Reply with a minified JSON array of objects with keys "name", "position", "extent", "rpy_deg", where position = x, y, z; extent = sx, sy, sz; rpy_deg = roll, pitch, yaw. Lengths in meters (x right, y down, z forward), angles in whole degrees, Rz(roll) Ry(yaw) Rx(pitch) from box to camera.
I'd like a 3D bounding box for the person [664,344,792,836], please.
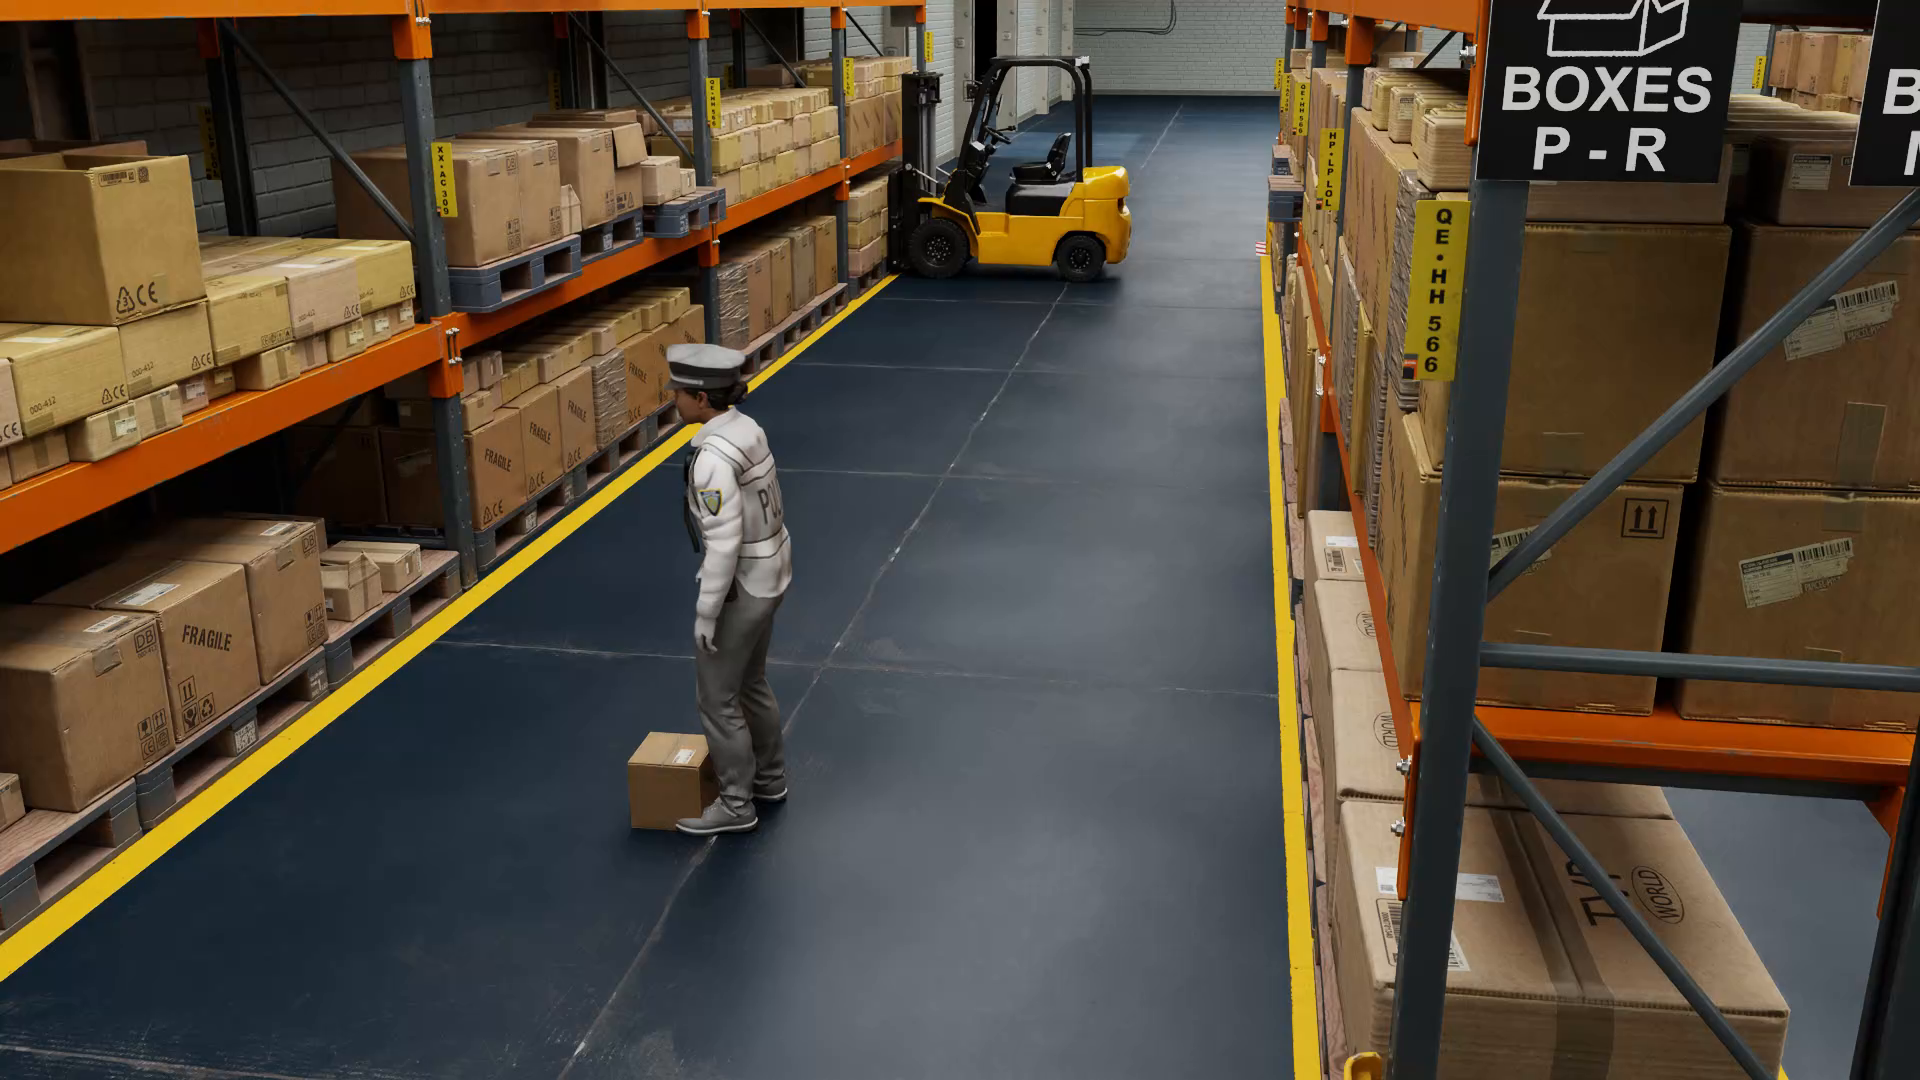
[{"name":"person","position":[-0.767,0.176,5.508],"extent":[0.405,1.663,0.540],"rpy_deg":[2,18,7]}]
